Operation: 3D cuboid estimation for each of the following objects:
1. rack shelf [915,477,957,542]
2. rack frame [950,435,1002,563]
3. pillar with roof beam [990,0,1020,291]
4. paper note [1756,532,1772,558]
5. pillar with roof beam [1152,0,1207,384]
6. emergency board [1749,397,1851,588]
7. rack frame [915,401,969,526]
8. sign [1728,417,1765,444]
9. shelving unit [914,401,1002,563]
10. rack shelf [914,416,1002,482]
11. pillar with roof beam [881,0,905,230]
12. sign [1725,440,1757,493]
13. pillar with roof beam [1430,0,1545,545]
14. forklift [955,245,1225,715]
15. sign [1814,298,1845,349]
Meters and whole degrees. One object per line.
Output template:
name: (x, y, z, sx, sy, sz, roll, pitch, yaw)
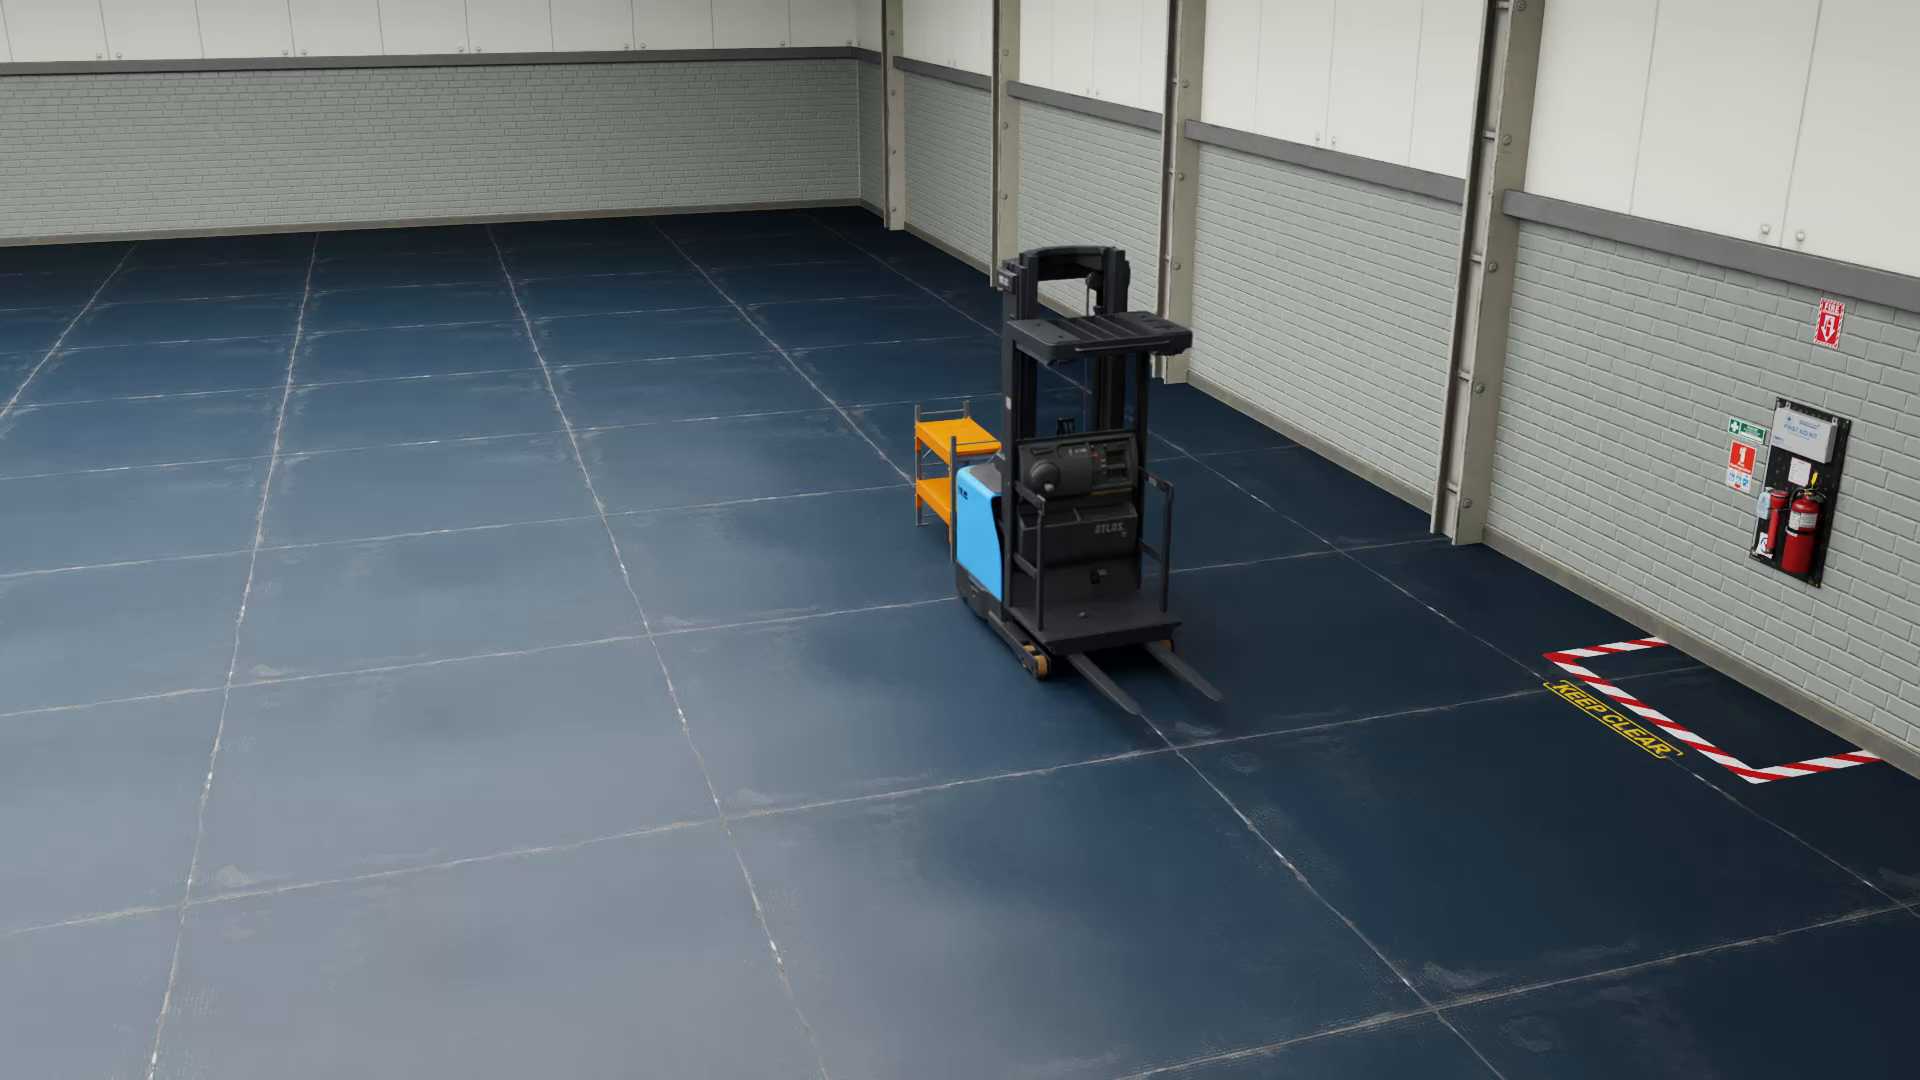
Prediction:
rack shelf: (0.002, -0.297, 14.678, 0.538, 0.278, 1.000, -6, 21, -17)
rack frame: (0.162, -0.364, 14.141, 0.500, 1.125, 0.032, -6, 21, -17)
pillar with roof beam: (-3.413, -7.659, 22.803, 9.100, 9.000, 0.400, -6, 21, -17)
paper note: (5.601, 0.037, 11.555, 0.016, 0.148, 0.142, -6, 21, -17)
pillar with roof beam: (-1.527, -5.734, 17.442, 9.100, 9.000, 0.400, -6, 21, -17)
emergency board: (5.591, -0.314, 11.228, 0.194, 1.169, 0.643, -6, 21, -17)
rack frame: (-0.158, -0.690, 15.049, 0.500, 1.125, 0.032, -6, 21, -17)
sign: (5.508, -0.766, 11.650, 0.001, 0.109, 0.331, -6, 21, -17)
shelving unit: (0.002, -0.527, 14.595, 0.538, 1.125, 1.048, -6, 21, -17)
rack shelf: (0.002, -0.803, 14.496, 0.538, 0.278, 1.000, -6, 21, -17)
pillar with roof beam: (-5.299, -9.585, 28.163, 9.100, 9.000, 0.400, -6, 21, -17)
sign: (5.515, -0.519, 11.746, 0.001, 0.329, 0.234, -6, 21, -17)
pillar with roof beam: (0.359, -3.808, 12.082, 9.100, 9.000, 0.400, -6, 21, -17)
forklift: (0.942, -0.540, 11.959, 1.130, 2.935, 3.031, -7, 21, -19)
sign: (5.683, -1.418, 10.873, 0.001, 0.298, 0.199, -6, 21, -17)
